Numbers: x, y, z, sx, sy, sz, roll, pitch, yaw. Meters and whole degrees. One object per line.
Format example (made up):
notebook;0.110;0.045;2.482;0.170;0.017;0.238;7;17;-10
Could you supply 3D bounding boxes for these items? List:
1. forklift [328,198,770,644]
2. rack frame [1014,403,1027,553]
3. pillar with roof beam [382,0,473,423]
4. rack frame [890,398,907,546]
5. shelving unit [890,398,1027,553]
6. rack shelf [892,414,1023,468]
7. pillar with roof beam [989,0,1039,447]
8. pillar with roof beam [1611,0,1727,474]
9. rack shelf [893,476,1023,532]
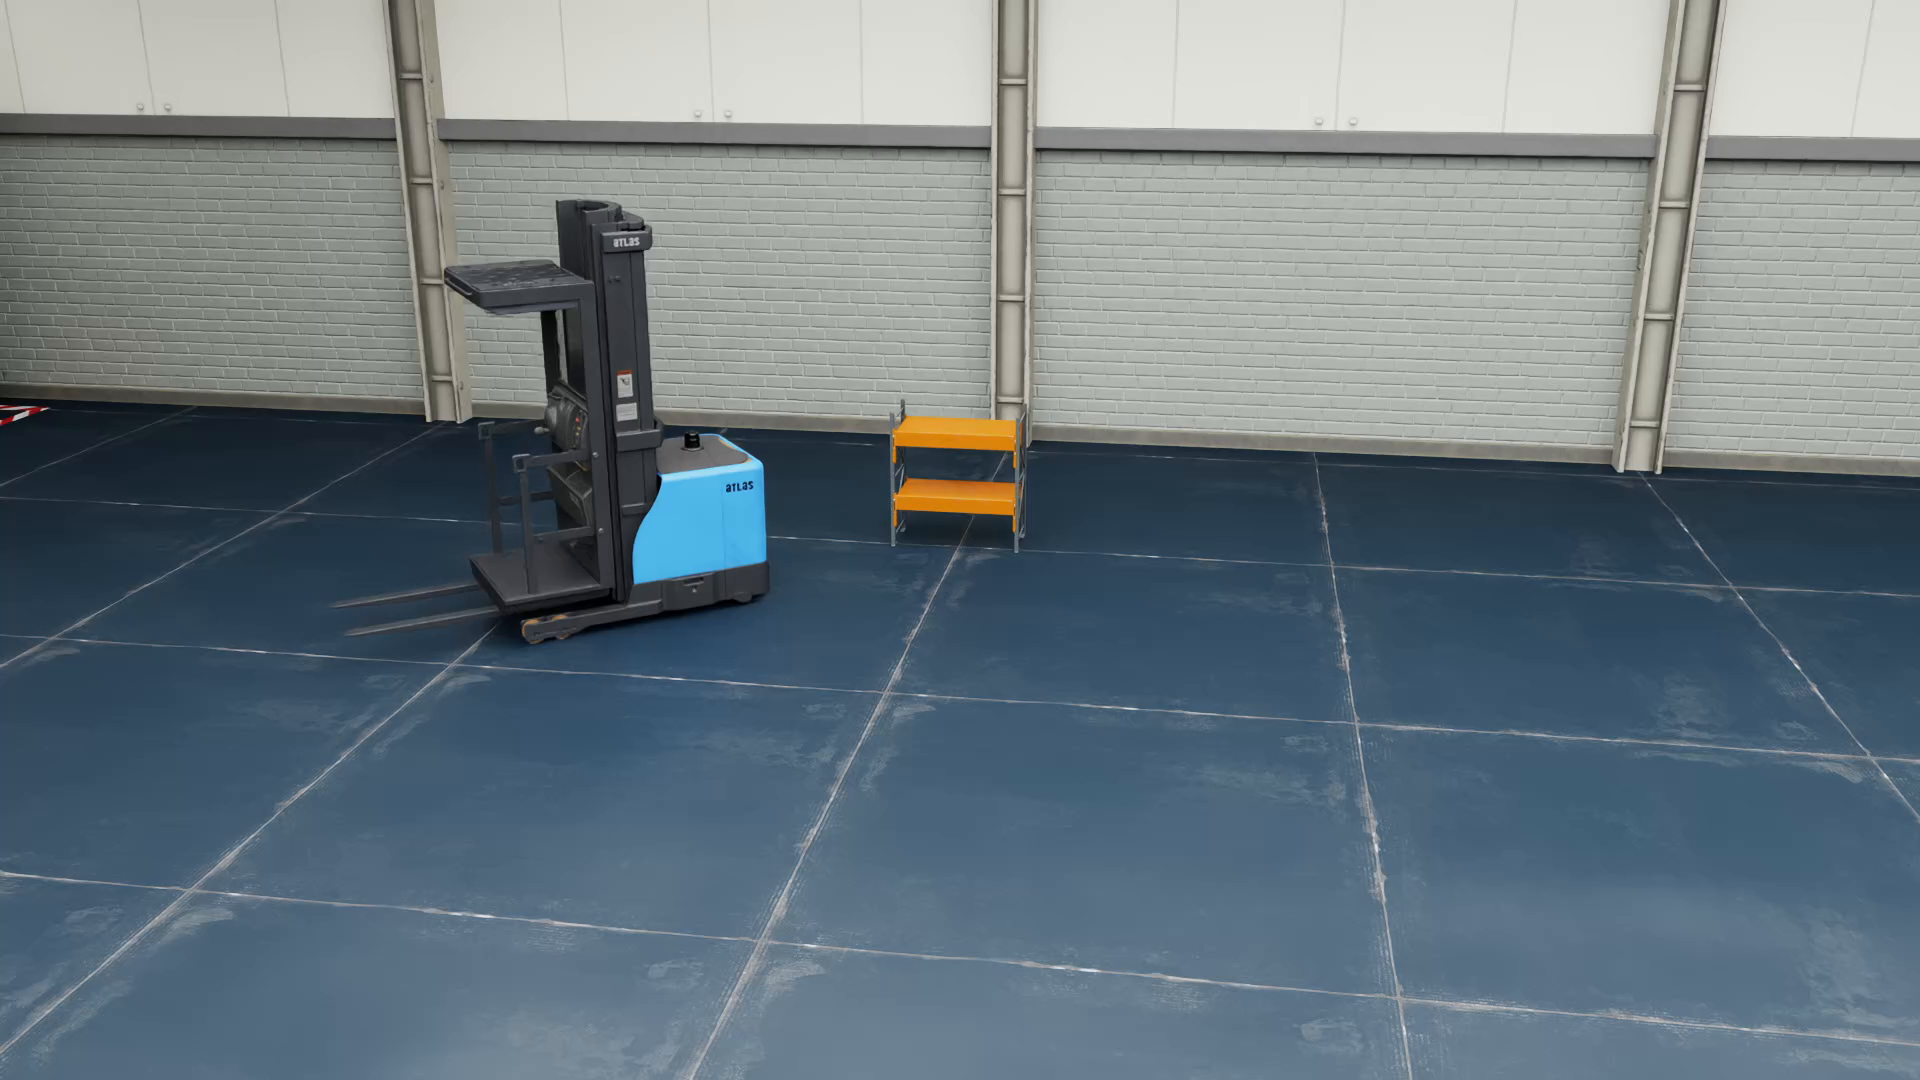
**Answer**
forklift;-2.969;-0.855;11.741;3.031;2.935;1.130;-10;21;-27
rack frame;0.495;-0.508;13.549;0.032;1.125;0.500;3;19;9
pillar with roof beam;-6.094;-4.204;12.185;0.400;9.000;9.100;3;19;9
rack frame;-0.509;-0.559;13.702;0.032;1.125;0.500;3;19;9
shelving unit;-0.007;-0.534;13.626;1.048;1.125;0.538;3;19;9
rack shelf;-0.007;-0.811;13.533;1.000;0.278;0.538;3;19;9
pillar with roof beam;-0.169;-3.902;11.283;0.400;9.000;9.100;3;19;9
pillar with roof beam;5.755;-3.600;10.380;0.400;9.000;9.100;3;19;9
rack shelf;-0.007;-0.302;13.703;1.000;0.278;0.538;3;19;9
